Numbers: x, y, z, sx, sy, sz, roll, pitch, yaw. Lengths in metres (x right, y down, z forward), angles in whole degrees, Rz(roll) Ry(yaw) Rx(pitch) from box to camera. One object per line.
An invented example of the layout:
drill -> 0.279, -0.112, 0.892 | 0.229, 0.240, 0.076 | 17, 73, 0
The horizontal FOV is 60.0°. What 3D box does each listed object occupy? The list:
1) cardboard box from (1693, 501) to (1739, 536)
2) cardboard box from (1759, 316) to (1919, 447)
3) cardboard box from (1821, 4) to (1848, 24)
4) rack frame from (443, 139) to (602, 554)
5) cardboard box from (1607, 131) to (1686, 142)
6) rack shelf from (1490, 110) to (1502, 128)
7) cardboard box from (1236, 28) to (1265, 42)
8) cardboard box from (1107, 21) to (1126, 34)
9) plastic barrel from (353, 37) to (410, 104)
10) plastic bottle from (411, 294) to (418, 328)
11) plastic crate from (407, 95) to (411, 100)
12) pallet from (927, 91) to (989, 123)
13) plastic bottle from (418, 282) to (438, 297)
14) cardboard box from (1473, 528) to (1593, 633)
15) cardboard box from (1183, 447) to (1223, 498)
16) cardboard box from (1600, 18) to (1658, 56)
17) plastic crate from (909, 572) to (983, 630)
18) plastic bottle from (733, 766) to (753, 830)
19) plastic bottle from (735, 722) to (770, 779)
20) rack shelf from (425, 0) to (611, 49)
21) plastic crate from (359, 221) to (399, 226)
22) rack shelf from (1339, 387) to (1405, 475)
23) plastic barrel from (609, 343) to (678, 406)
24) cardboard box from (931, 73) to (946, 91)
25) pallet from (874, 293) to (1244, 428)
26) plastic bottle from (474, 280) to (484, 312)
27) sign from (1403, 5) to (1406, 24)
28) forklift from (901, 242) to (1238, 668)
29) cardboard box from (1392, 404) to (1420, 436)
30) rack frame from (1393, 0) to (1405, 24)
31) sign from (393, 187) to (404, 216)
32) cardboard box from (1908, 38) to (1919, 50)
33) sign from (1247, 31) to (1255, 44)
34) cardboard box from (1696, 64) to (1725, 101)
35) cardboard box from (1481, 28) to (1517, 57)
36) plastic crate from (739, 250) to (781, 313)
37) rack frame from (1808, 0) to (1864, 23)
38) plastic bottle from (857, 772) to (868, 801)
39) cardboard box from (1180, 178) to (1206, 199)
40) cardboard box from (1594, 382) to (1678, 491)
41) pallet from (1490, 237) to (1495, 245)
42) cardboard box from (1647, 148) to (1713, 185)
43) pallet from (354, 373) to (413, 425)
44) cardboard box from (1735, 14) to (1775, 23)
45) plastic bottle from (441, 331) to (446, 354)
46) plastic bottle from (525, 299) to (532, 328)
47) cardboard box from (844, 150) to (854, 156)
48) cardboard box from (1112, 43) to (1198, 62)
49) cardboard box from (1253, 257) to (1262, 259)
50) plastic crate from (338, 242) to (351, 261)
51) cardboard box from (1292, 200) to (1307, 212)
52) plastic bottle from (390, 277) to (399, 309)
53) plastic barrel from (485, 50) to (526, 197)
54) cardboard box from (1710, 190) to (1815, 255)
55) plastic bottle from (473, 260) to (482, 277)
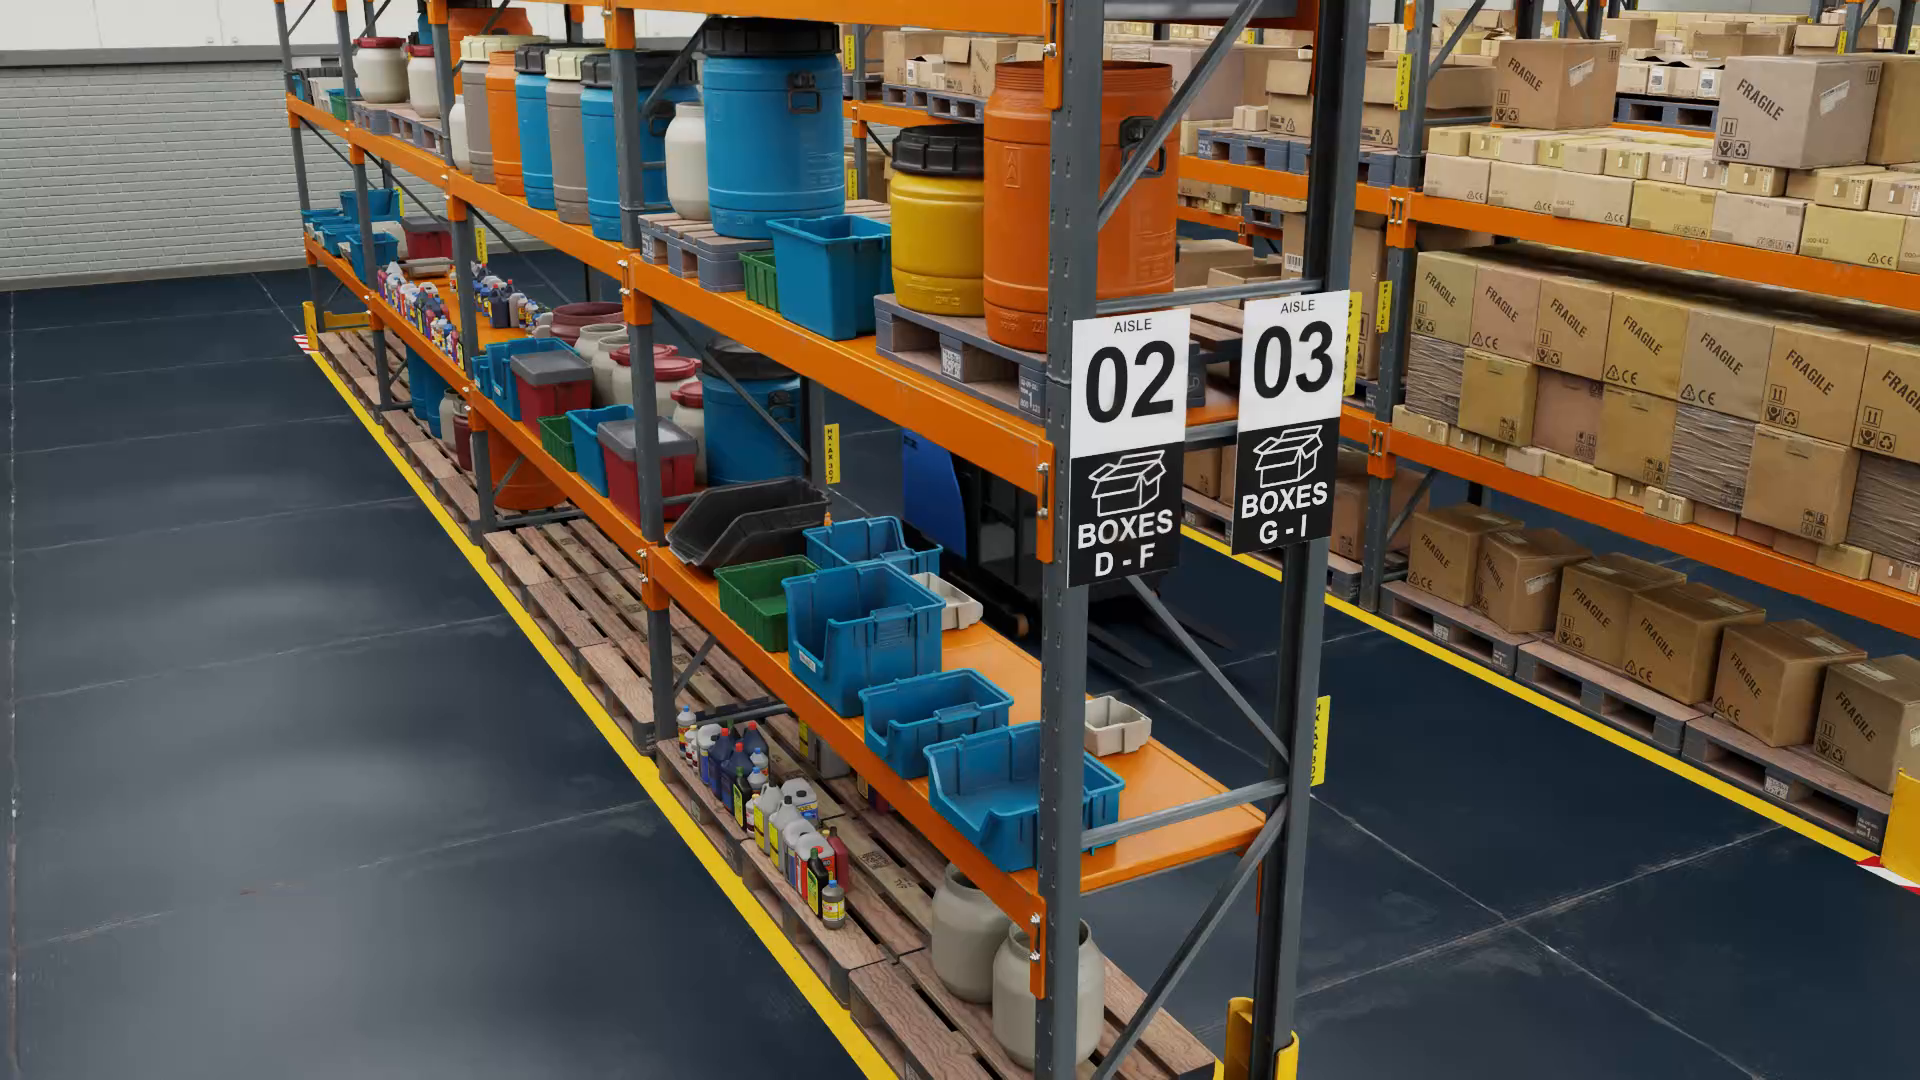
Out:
cardboard box -> 4.148, -0.155, 8.867 | 0.380, 0.149, 0.250 | -10, 21, -27
cardboard box -> 4.352, -0.790, 8.181 | 0.500, 0.500, 0.500 | -10, 21, -27
cardboard box -> 12.298, -7.358, 23.256 | 0.396, 0.266, 0.258 | -10, 22, -27
rack frame -> -3.085, -1.397, 12.081 | 1.000, 3.000, 0.127 | -10, 21, -27
cardboard box -> 3.978, -2.278, 9.655 | 0.380, 0.149, 0.250 | -11, 22, -28
rack shelf -> 4.737, -4.555, 17.739 | 1.077, 0.370, 4.000 | -10, 21, -27
cardboard box -> 3.398, -5.871, 19.301 | 0.380, 0.149, 0.250 | -11, 22, -29
cardboard box -> 2.126, -6.609, 21.438 | 0.380, 0.149, 0.250 | -10, 21, -26
plastic barrel -> -4.955, -4.036, 14.279 | 0.433, 0.535, 0.433 | 0, 19, 0
plastic bottle -> -4.473, -1.895, 13.721 | 0.097, 0.271, 0.097 | 0, 19, 0
plastic crate -> -5.333, -4.301, 16.098 | 0.497, 0.269, 0.590 | -10, 21, -27
pallet -> 0.388, -3.990, 15.287 | 1.003, 0.211, 1.213 | -9, 21, -24
plastic bottle -> -4.526, -2.053, 14.171 | 0.152, 0.276, 0.135 | -10, 21, -27
cardboard box -> 3.607, 0.251, 10.492 | 0.500, 0.500, 0.500 | -3, 19, -9
cardboard box -> 2.160, -0.682, 13.168 | 0.700, 0.500, 0.500 | -8, 21, -22
cardboard box -> 8.259, -6.213, 20.643 | 0.500, 0.500, 0.500 | -10, 22, -28
plastic crate -> -0.191, 0.303, 7.560 | 0.530, 0.136, 0.437 | -10, 21, -27
plastic bottle -> -1.036, 1.231, 7.954 | 0.061, 0.283, 0.133 | -9, 21, -24
plastic bottle -> -1.040, 1.069, 8.321 | 0.144, 0.351, 0.185 | -10, 21, -27
rack shelf -> -2.135, -3.130, 9.622 | 1.077, 0.370, 4.000 | -10, 21, -27
plastic crate -> -6.337, -3.391, 18.173 | 0.396, 0.136, 0.243 | -10, 21, -27
rack shelf -> 2.224, -1.250, 12.758 | 1.077, 0.370, 4.000 | -10, 21, -27
plastic barrel -> -2.001, -0.956, 10.596 | 0.433, 0.535, 0.433 | 0, 19, 0
cardboard box -> -0.050, -4.359, 15.810 | 0.380, 0.149, 0.250 | -11, 22, -29
pallet -> 0.407, -0.682, 5.700 | 1.003, 0.211, 1.213 | -10, 21, -27
plastic bottle -> -4.137, -2.108, 14.340 | 0.097, 0.271, 0.097 | 0, 19, 0
sign -> 6.681, -7.875, 25.020 | 0.100, 0.325, 0.005 | -10, 21, -27
forklift -> 0.691, -0.914, 10.787 | 1.130, 2.935, 3.031 | -10, 21, -26
cardboard box -> 3.011, -0.789, 10.704 | 0.380, 0.149, 0.250 | -10, 21, -27
rack frame -> 6.197, -8.832, 24.430 | 1.000, 3.000, 0.127 | -10, 21, -27
sign -> -6.407, -3.861, 18.971 | 0.100, 0.325, 0.005 | -10, 21, -27
cardboard box -> 12.854, -6.648, 22.288 | 0.380, 0.149, 0.250 | -9, 21, -25
sign -> 3.314, -5.628, 18.951 | 0.100, 0.325, 0.005 | -10, 21, -27
cardboard box -> 6.561, -3.846, 13.919 | 0.500, 0.311, 0.500 | -11, 22, -29
cardboard box -> 5.266, -4.806, 16.037 | 0.396, 0.266, 0.258 | -10, 21, -27
plastic crate -> -0.676, -1.071, 6.864 | 0.336, 0.188, 0.450 | -10, 21, -27
rack frame -> 12.463, -8.453, 23.334 | 1.000, 3.000, 0.127 | -10, 21, -27
plastic bottle -> -0.459, 1.139, 8.223 | 0.061, 0.283, 0.133 | -10, 21, -27
cardboard box -> 3.064, -4.484, 20.418 | 0.500, 0.500, 0.500 | -11, 22, -28
cardboard box -> 4.066, -0.638, 9.273 | 0.875, 0.500, 0.500 | -10, 21, -27
pallet -> 5.255, -3.001, 17.023 | 1.213, 0.211, 1.003 | -10, 21, -27
cardboard box -> 3.861, -1.973, 8.772 | 0.380, 0.149, 0.250 | -9, 21, -25
pallet -> -5.368, -1.432, 16.458 | 1.003, 0.211, 1.213 | -10, 21, -27
cardboard box -> 11.762, -7.593, 24.447 | 0.500, 0.250, 0.500 | -10, 22, -28
plastic bottle -> -3.939, -1.539, 12.798 | 0.097, 0.201, 0.097 | 0, 19, 0
plastic bottle -> -3.476, -1.813, 13.485 | 0.097, 0.271, 0.097 | 0, 19, 0
cardboard box -> -1.313, -3.972, 18.167 | 0.500, 0.500, 0.500 | -10, 21, -26
cardboard box -> 1.508, -3.545, 12.788 | 0.500, 0.500, 0.500 | -10, 21, -26
cardboard box -> 3.564, -3.468, 20.898 | 0.380, 0.149, 0.250 | -10, 22, -27
plastic crate -> -6.076, -2.902, 16.756 | 0.293, 0.136, 0.466 | -10, 21, -27
cardboard box -> 3.940, -3.724, 18.566 | 0.380, 0.149, 0.250 | -10, 21, -26
plastic bottle -> -4.895, -2.150, 14.461 | 0.097, 0.271, 0.097 | 0, 19, 0
plastic barrel -> -2.575, -2.561, 10.197 | 0.600, 0.830, 0.708 | -10, 21, -27
cardboard box -> 4.145, -1.605, 8.316 | 0.500, 0.250, 0.500 | -9, 21, -25
plastic bottle -> -4.260, -2.309, 14.799 | 0.144, 0.351, 0.185 | -10, 21, -27
